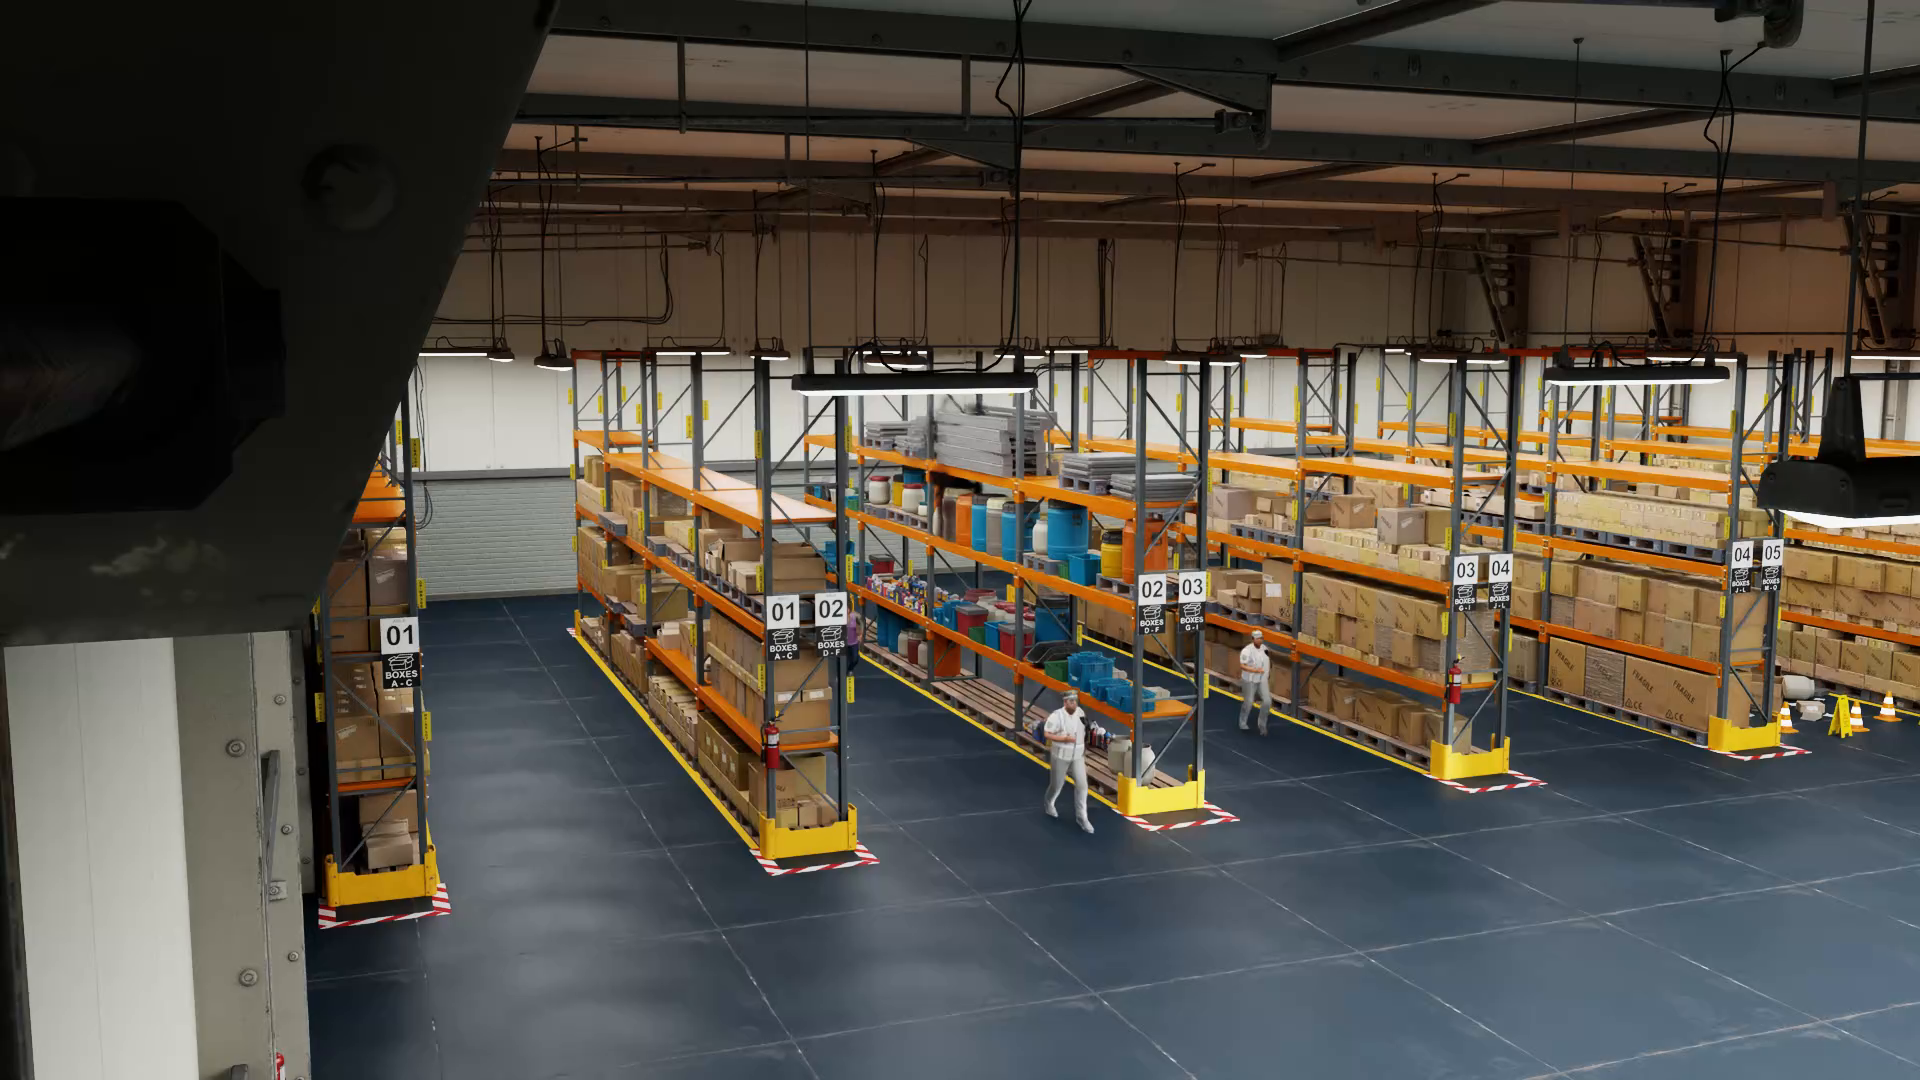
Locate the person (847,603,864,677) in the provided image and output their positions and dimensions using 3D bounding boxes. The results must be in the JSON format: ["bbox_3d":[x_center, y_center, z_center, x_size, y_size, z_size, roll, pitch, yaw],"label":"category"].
[{"bbox_3d":[-1.973,1.879,29.681,0.566,1.555,0.643,-2,7,-12],"label":"person"}]

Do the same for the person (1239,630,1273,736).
[{"bbox_3d":[4.682,2.274,26.282,0.617,1.723,0.717,-2,7,-18],"label":"person"}]

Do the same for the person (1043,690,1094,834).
[{"bbox_3d":[1.385,2.794,21.434,0.684,1.792,0.971,-3,8,-20],"label":"person"}]
